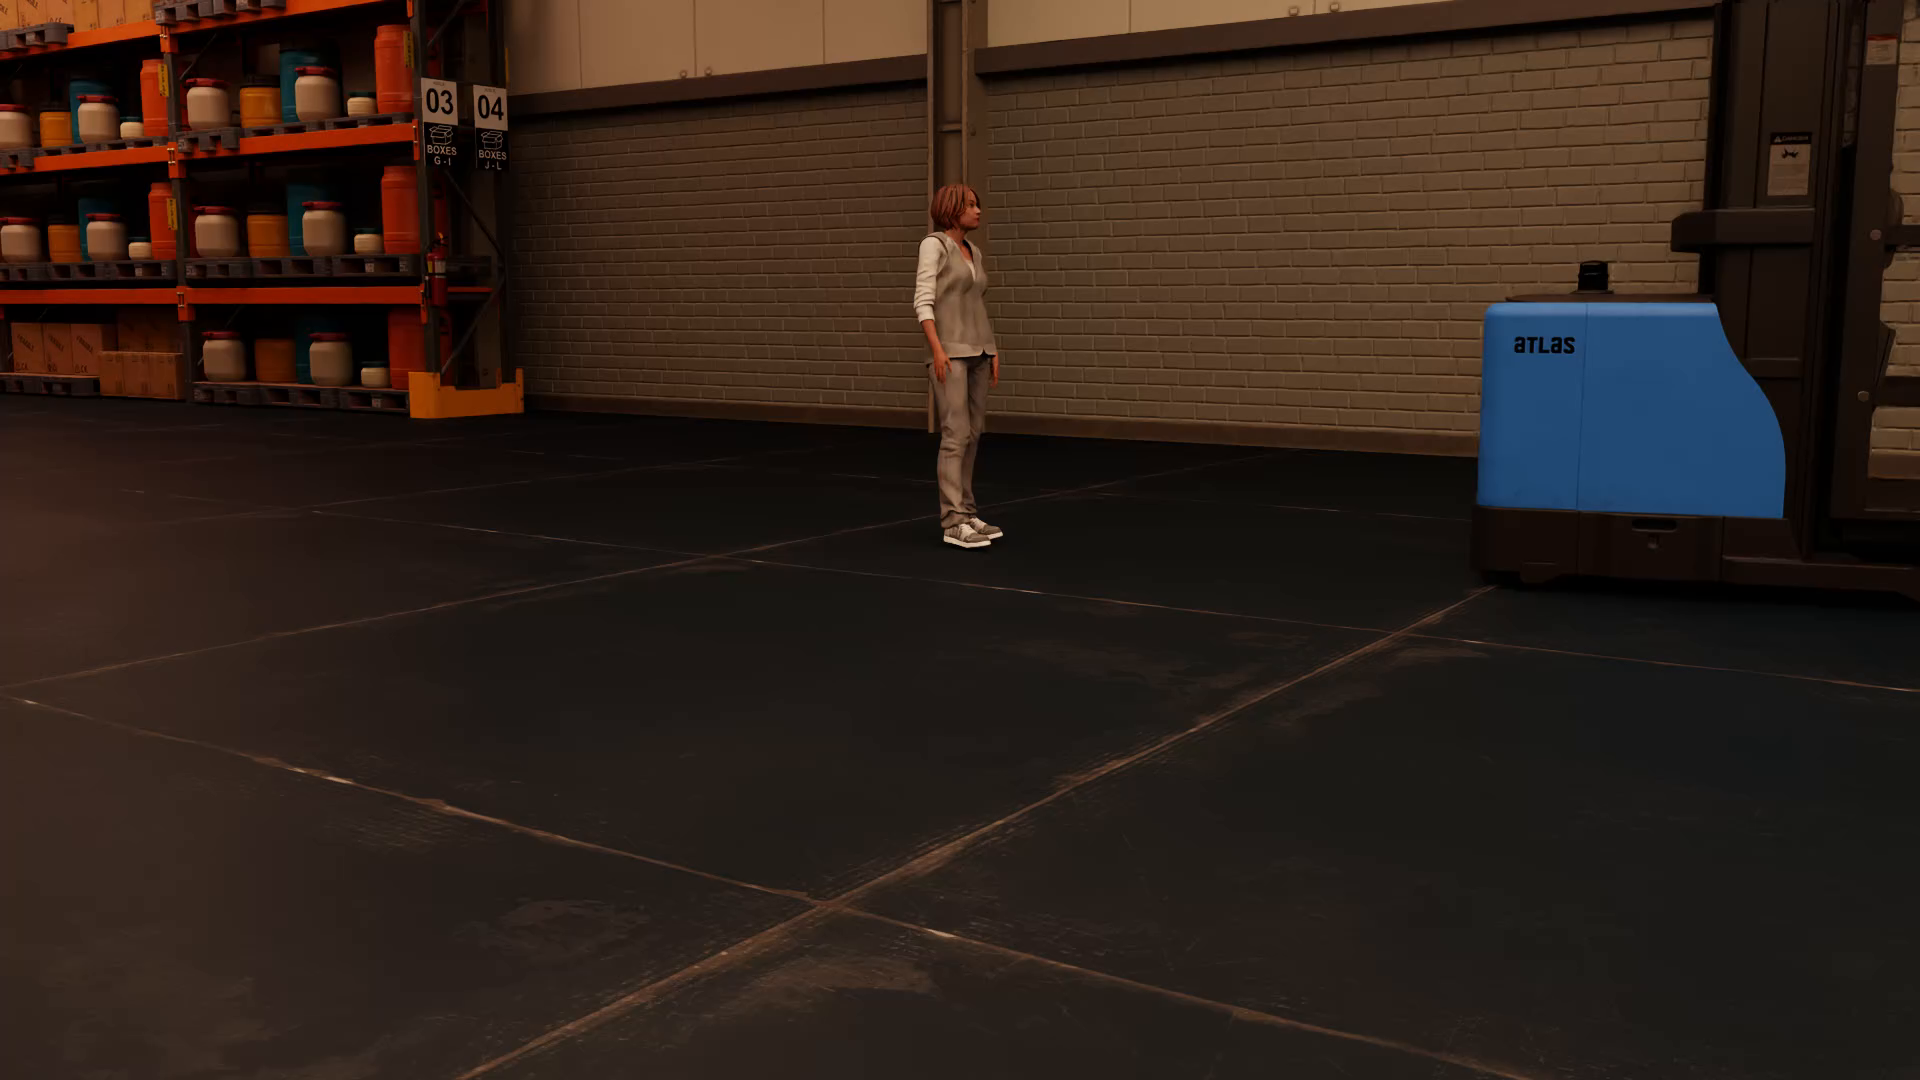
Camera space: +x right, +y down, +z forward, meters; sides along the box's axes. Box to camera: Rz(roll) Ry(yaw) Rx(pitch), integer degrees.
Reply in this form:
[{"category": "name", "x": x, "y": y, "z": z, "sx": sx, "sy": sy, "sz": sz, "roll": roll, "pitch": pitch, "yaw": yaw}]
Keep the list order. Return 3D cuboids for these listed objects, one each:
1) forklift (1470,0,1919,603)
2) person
[{"category": "forklift", "x": 3.531, "y": -1.266, "z": 6.099, "sx": 3.031, "sy": 2.935, "sz": 1.130, "roll": 3, "pitch": 9, "yaw": 19}, {"category": "person", "x": 0.053, "y": -0.791, "z": 7.438, "sx": 0.475, "sy": 1.597, "sz": 0.520, "roll": 5, "pitch": 10, "yaw": 34}]
